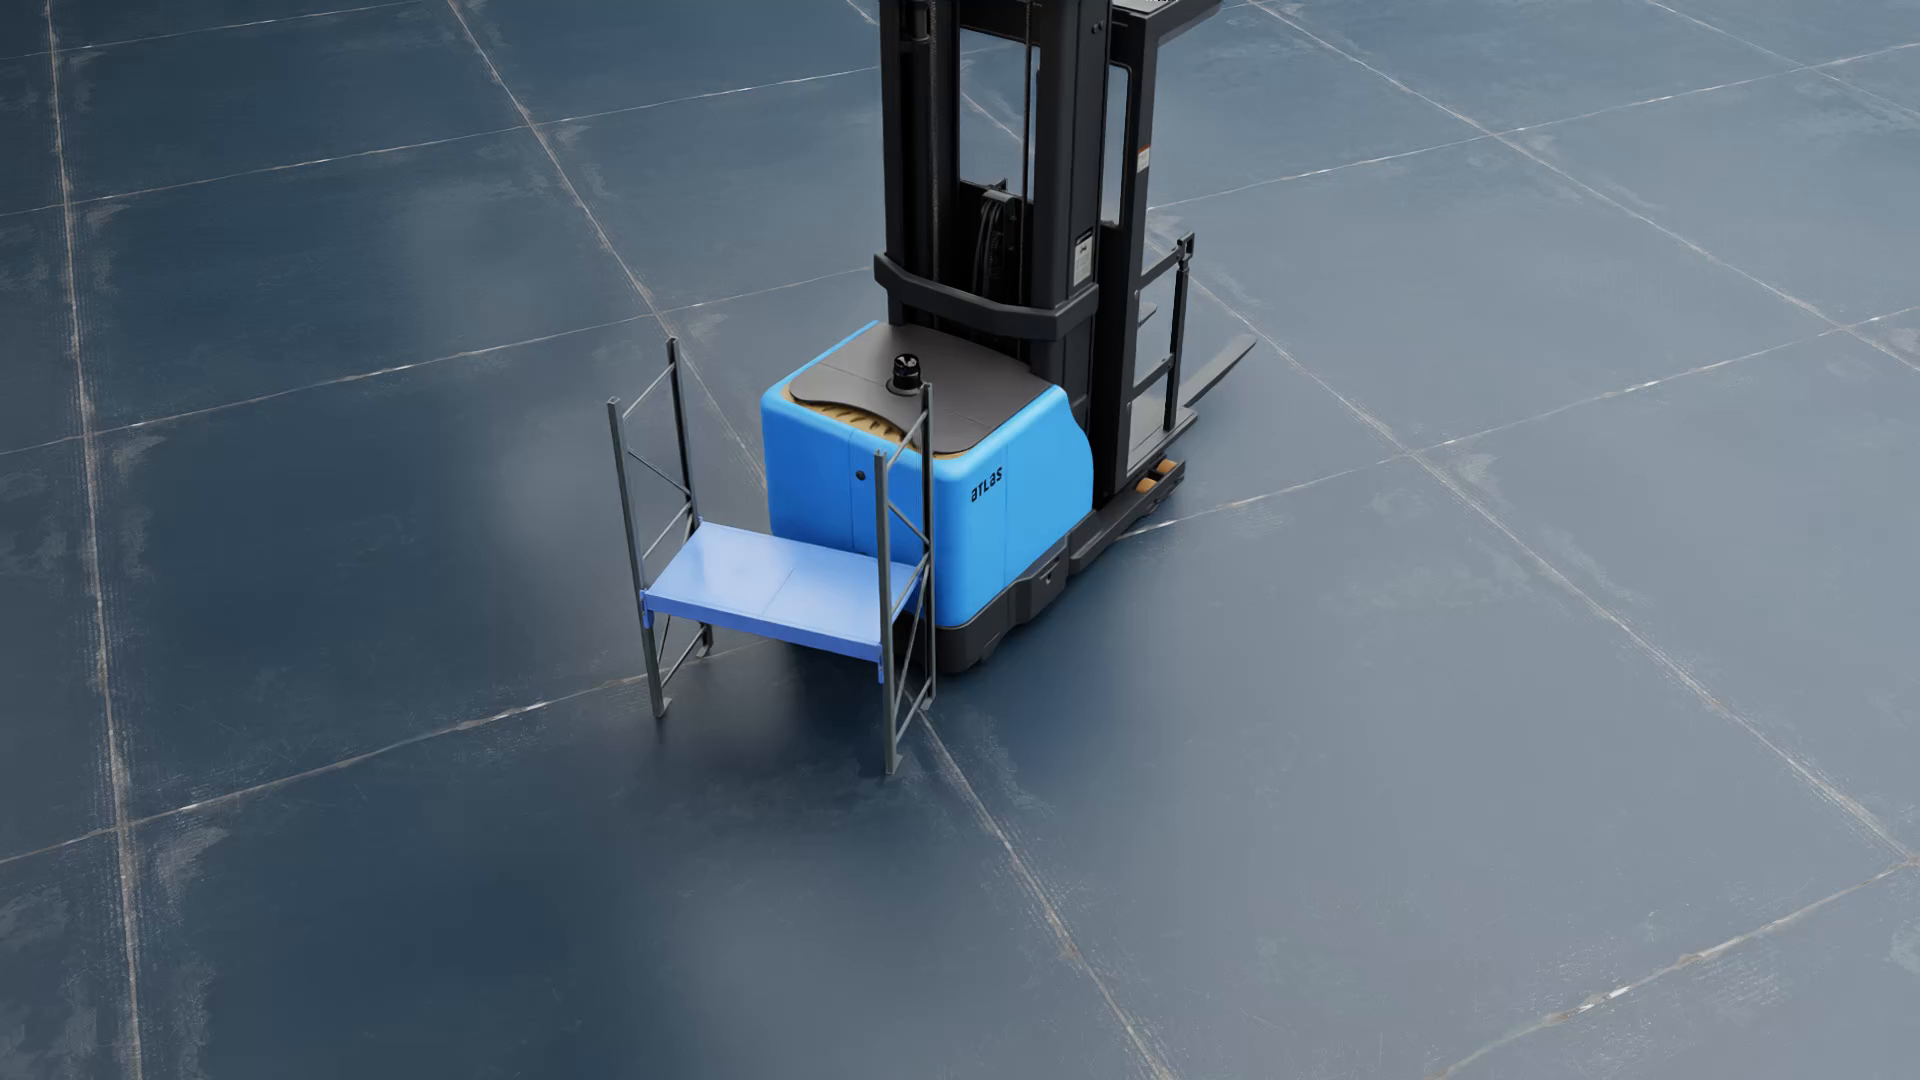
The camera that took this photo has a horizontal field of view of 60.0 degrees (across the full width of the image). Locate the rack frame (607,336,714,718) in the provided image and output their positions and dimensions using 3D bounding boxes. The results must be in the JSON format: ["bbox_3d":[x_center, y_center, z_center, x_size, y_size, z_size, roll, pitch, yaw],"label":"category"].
[{"bbox_3d":[-1.156,-0.022,6.521,0.032,1.500,0.500,12,38,15],"label":"rack frame"}]

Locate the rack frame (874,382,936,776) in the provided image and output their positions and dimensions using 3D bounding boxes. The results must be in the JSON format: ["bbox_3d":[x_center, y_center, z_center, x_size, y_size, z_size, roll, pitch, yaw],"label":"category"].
[{"bbox_3d":[-0.195,0.176,6.253,0.032,1.500,0.500,12,38,15],"label":"rack frame"}]

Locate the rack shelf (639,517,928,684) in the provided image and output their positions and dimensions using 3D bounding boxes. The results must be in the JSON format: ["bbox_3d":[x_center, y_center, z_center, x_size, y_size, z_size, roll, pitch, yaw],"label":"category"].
[{"bbox_3d":[-0.675,0.222,6.494,1.000,0.185,0.538,12,38,15],"label":"rack shelf"}]

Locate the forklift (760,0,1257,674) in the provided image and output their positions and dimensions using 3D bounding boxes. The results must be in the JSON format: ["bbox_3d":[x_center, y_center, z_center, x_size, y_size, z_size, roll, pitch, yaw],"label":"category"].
[{"bbox_3d":[0.432,-1.457,7.254,1.130,2.935,3.031,23,42,28],"label":"forklift"}]

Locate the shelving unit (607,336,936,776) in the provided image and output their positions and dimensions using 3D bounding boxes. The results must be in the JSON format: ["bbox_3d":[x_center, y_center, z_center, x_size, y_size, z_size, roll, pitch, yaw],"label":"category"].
[{"bbox_3d":[-0.675,0.077,6.387,1.048,1.500,0.538,12,38,15],"label":"shelving unit"}]
